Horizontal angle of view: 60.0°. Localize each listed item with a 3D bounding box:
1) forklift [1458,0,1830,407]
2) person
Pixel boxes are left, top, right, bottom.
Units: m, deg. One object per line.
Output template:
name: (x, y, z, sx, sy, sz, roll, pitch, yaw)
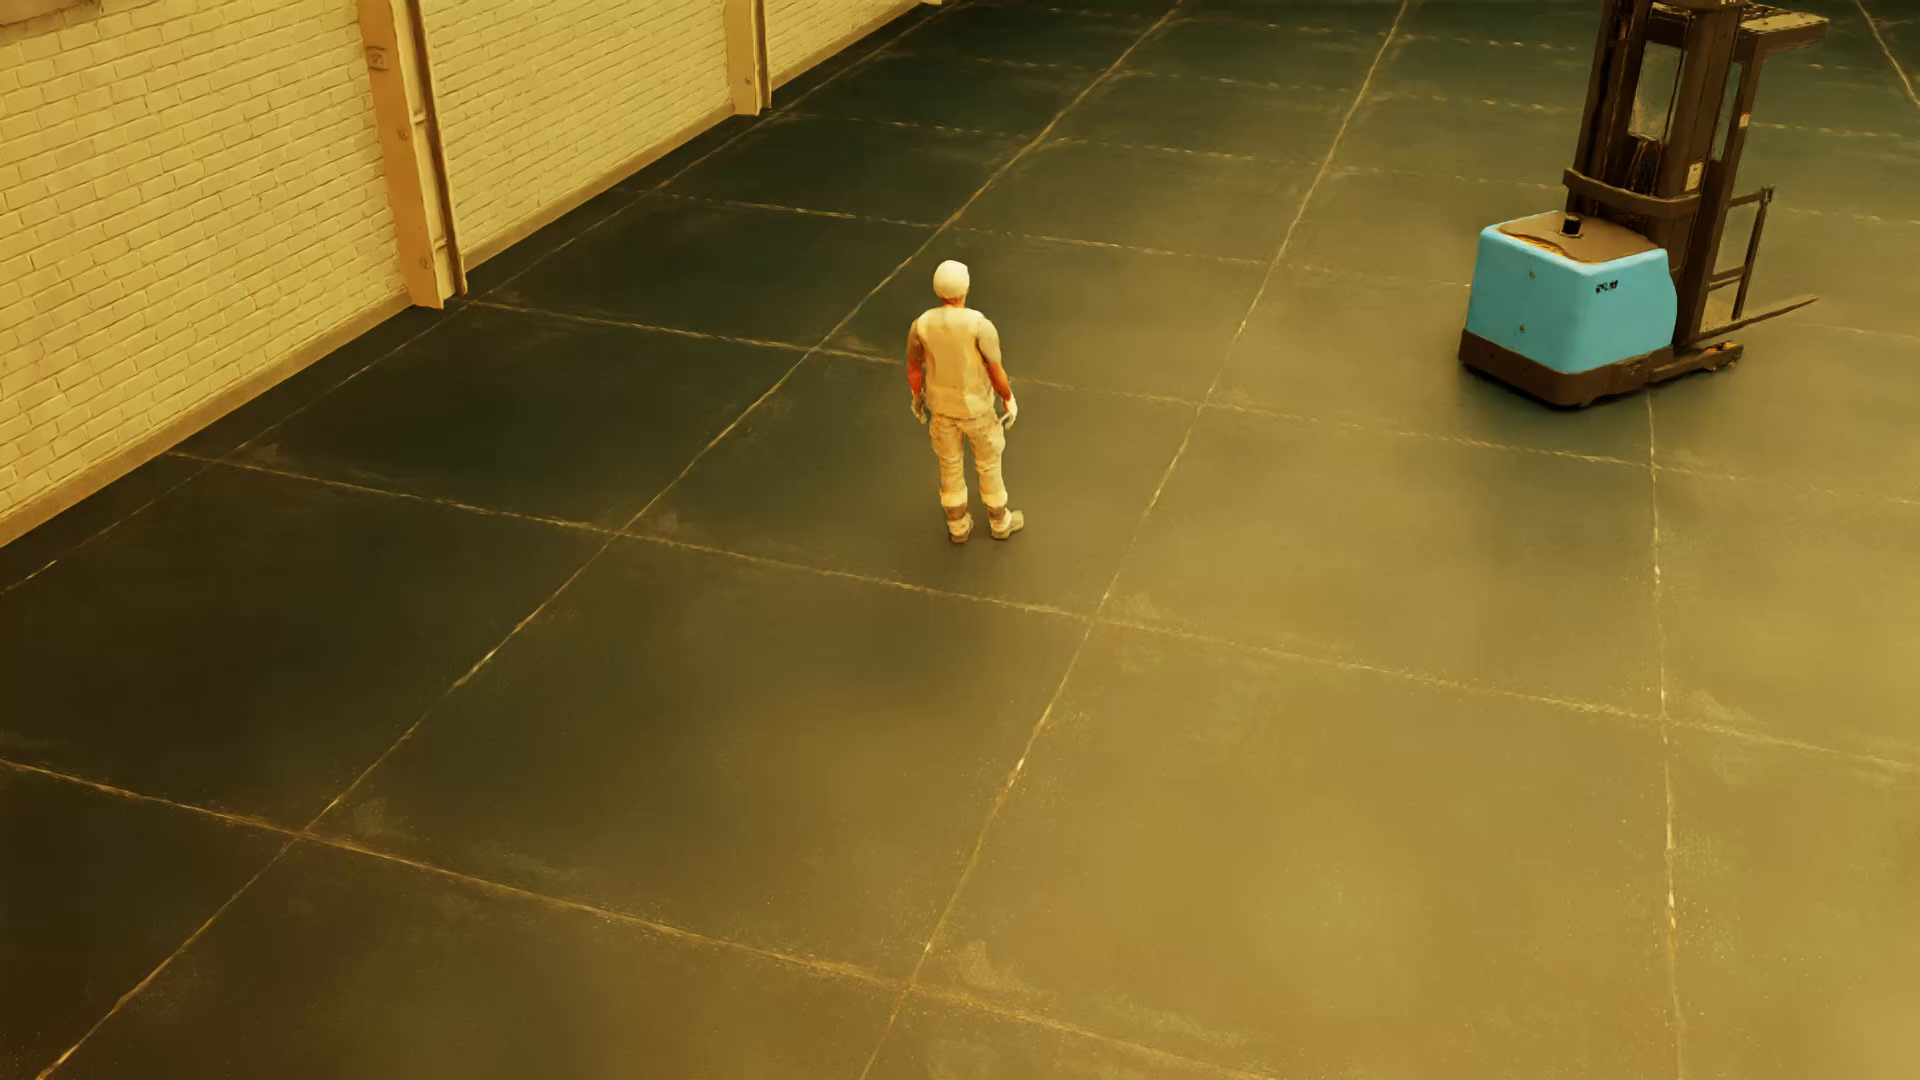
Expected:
forklift: (5.224, -2.734, 11.933, 3.031, 2.935, 1.130, -16, 34, -26)
person: (0.036, -0.819, 9.713, 0.637, 1.787, 0.563, 10, 31, 16)
